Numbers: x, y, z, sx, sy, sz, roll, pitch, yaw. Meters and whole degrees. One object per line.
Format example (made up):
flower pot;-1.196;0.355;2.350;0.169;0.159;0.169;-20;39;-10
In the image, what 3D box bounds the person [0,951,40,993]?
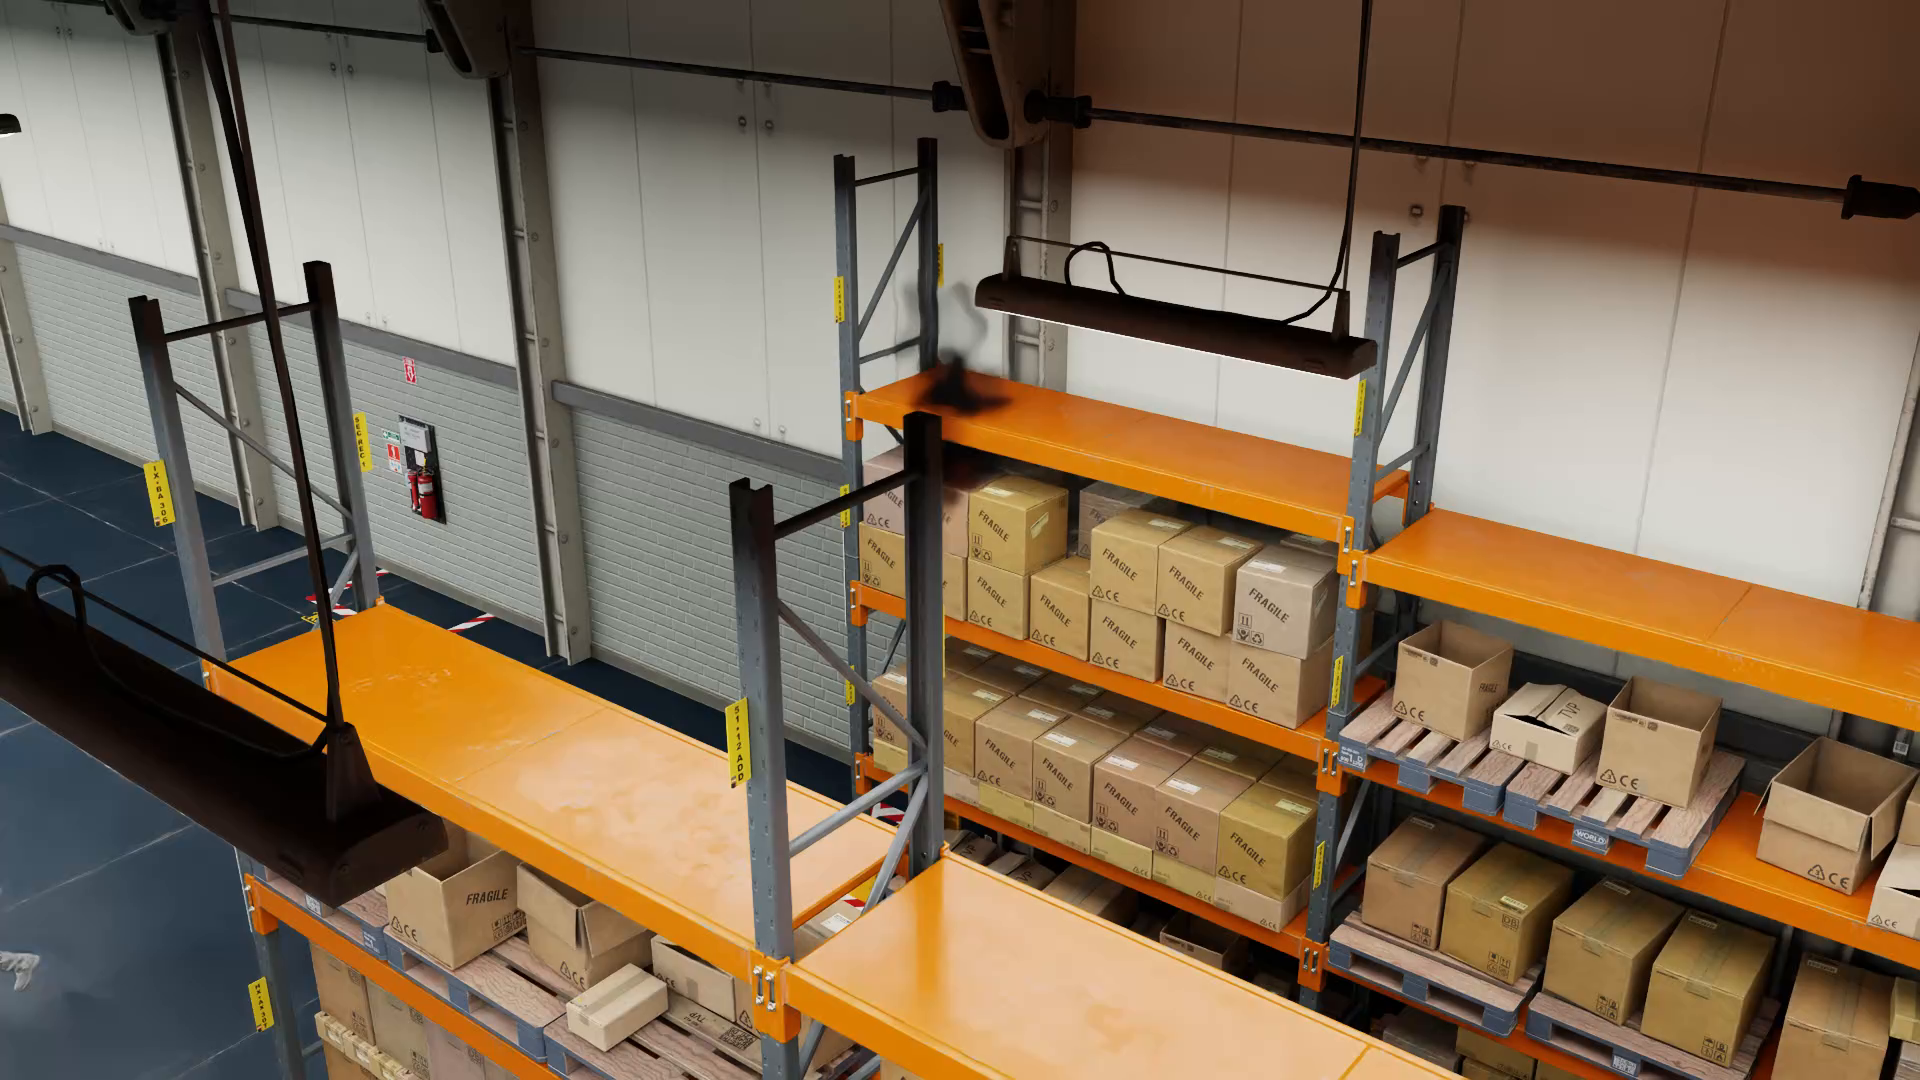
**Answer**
person;-7.254;2.644;12.064;0.818;1.750;0.696;-11;25;-25
